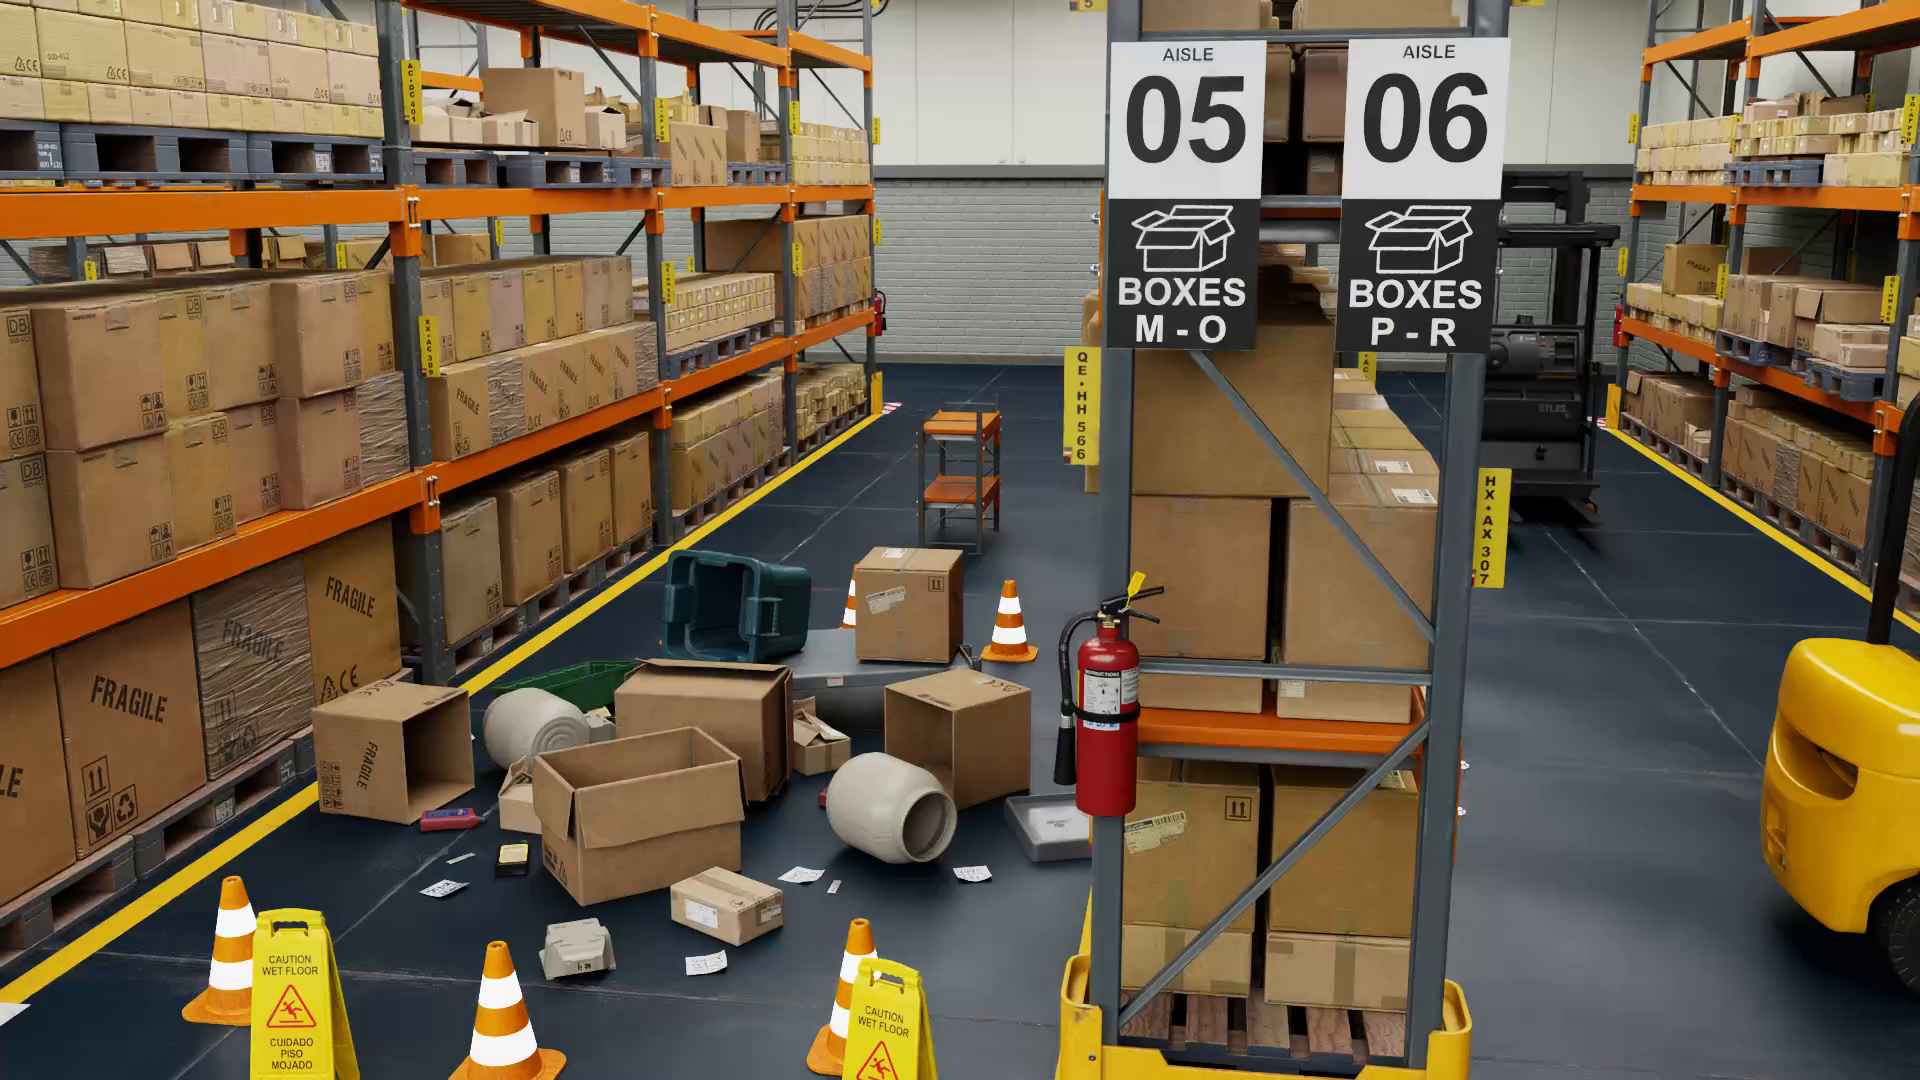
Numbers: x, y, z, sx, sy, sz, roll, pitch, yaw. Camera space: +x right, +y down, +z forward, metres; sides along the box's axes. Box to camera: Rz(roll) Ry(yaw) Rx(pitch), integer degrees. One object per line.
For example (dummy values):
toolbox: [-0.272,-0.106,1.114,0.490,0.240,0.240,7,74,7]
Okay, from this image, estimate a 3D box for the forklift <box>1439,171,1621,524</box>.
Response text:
forklift: [4.922,-1.670,14.286,1.130,2.935,3.031,2,12,8]

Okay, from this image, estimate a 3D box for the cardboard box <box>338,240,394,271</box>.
cardboard box: [-6.655,-3.077,18.522,0.500,0.500,0.500,2,12,9]

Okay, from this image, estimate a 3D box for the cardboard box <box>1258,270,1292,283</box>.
cardboard box: [1.115,-0.951,7.471,0.700,0.500,0.500,2,12,9]

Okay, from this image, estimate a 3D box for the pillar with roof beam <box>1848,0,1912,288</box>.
pillar with roof beam: [4.377,-5.152,16.038,9.100,9.000,0.400,2,12,9]

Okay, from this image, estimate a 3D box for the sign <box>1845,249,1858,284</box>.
sign: [8.182,-2.513,15.284,0.100,0.325,0.005,2,12,9]

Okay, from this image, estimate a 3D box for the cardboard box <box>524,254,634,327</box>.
cardboard box: [-2.873,-1.875,12.463,0.700,0.500,0.500,2,12,8]

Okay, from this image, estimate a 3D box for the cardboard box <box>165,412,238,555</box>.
cardboard box: [-3.699,-0.257,7.208,0.875,0.550,0.500,2,12,9]

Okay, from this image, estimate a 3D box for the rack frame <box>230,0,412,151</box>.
rack frame: [-3.410,-3.531,8.515,1.000,3.000,0.127,2,12,9]

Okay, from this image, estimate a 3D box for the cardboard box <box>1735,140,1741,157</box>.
cardboard box: [7.194,-3.512,14.913,0.380,0.149,0.250,2,12,10]

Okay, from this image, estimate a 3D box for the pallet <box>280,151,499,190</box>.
pallet: [-3.317,-2.163,9.745,0.805,0.209,1.217,1,12,6]

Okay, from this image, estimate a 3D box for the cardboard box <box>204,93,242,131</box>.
cardboard box: [-3.344,-1.844,7.173,0.380,0.149,0.250,2,12,8]

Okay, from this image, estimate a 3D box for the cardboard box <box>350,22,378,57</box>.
cardboard box: [-3.151,-2.499,8.318,0.380,0.149,0.250,2,12,8]

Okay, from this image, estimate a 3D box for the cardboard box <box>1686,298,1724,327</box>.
cardboard box: [7.532,-2.255,16.485,0.500,0.250,0.500,2,12,9]

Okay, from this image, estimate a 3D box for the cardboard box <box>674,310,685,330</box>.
cardboard box: [-2.482,-1.809,13.661,0.380,0.149,0.250,2,12,11]

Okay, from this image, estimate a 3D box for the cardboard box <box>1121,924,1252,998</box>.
cardboard box: [0.744,1.331,5.727,0.500,0.250,0.500,2,12,8]

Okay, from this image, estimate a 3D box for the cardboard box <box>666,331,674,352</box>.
cardboard box: [-2.526,-1.600,13.395,0.380,0.149,0.250,2,12,8]

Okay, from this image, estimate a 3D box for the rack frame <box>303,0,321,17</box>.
rack frame: [-7.065,-5.378,17.086,1.000,3.000,0.127,2,12,9]

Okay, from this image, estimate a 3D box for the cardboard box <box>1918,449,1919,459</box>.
cardboard box: [7.432,-0.639,12.734,0.380,0.149,0.250,2,12,9]

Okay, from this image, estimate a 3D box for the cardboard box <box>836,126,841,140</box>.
cardboard box: [-1.553,-4.584,18.746,0.380,0.149,0.250,2,12,10]

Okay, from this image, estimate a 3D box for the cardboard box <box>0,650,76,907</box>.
cardboard box: [-3.986,0.925,6.128,0.875,0.875,0.875,2,12,9]

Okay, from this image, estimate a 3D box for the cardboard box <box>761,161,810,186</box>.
cardboard box: [-1.847,-3.744,16.982,0.500,0.250,0.500,3,12,12]

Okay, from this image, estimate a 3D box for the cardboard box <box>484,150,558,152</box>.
cardboard box: [-3.123,-2.964,11.984,0.500,0.311,0.500,2,12,9]

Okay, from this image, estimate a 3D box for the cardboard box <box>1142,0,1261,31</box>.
cardboard box: [0.642,-1.439,4.635,0.380,0.149,0.250,2,12,9]

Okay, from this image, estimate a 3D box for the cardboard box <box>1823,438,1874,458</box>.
cardboard box: [7.024,-0.707,13.052,0.380,0.149,0.250,2,12,10]

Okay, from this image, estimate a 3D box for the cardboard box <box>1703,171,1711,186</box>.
cardboard box: [7.529,-3.549,16.318,0.380,0.149,0.250,2,12,8]

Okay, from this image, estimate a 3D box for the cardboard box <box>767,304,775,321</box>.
cardboard box: [-2.045,-2.257,16.444,0.380,0.149,0.250,2,12,7]

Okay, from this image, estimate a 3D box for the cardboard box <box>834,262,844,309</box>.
cardboard box: [-1.619,-2.872,18.756,0.500,0.500,0.500,3,12,11]

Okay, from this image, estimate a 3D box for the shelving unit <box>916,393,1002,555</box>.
shelving unit: [0.001,-0.551,13.381,0.538,1.125,1.048,2,12,9]

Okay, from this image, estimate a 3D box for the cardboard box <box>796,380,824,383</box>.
cardboard box: [-1.733,-1.705,18.643,0.380,0.149,0.250,1,12,6]

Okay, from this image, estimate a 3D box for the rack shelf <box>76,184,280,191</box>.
rack shelf: [-7.372,-3.143,15.546,1.077,0.370,4.000,2,12,9]

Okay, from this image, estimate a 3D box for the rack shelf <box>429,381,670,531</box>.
rack shelf: [-3.102,-0.663,11.155,1.077,0.370,4.000,2,12,9]

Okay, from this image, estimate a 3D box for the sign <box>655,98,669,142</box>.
sign: [-2.247,-3.169,12.541,0.100,0.325,0.005,2,12,9]

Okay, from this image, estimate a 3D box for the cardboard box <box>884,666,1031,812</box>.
cardboard box: [-0.012,0.941,7.934,0.500,0.500,0.500,-10,16,-40]

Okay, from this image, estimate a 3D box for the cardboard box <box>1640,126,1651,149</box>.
cardboard box: [7.931,-4.495,18.574,0.500,0.250,0.500,2,12,8]

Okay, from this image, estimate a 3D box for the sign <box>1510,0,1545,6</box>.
sign: [1.418,-1.502,4.148,0.100,0.325,0.005,2,12,9]

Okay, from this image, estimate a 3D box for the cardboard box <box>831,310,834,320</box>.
cardboard box: [-1.645,-2.575,18.918,0.380,0.149,0.250,2,12,10]

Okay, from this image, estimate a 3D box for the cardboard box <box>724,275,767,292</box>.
cardboard box: [-2.089,-2.491,16.118,0.380,0.149,0.250,2,12,7]

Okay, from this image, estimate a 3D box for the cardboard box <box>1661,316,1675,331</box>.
cardboard box: [7.659,-2.292,17.605,0.380,0.149,0.250,2,12,10]

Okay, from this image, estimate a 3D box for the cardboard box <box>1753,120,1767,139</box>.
cardboard box: [7.102,-3.550,14.380,0.380,0.149,0.250,2,12,8]

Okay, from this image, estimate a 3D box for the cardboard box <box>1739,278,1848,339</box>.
cardboard box: [7.258,-2.017,14.497,0.700,0.500,0.500,2,12,9]

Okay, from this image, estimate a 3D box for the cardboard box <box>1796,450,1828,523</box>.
cardboard box: [7.035,-0.422,13.270,0.500,0.500,0.500,2,12,11]

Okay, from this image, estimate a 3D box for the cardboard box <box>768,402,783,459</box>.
cardboard box: [-2.044,-1.084,16.341,0.500,0.500,0.500,2,12,8]

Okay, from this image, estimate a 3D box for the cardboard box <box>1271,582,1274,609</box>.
cardboard box: [1.357,0.164,6.208,0.380,0.149,0.250,2,12,11]

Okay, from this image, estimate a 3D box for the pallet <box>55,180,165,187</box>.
pallet: [-7.633,-3.122,14.188,1.213,0.211,1.003,2,12,11]

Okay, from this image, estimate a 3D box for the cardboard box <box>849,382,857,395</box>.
cardboard box: [-1.441,-1.826,19.908,0.380,0.149,0.250,1,12,6]

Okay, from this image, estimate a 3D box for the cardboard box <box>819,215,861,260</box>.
cardboard box: [-1.467,-3.570,19.623,0.500,0.500,0.500,1,12,7]

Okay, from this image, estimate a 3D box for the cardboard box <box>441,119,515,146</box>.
cardboard box: [-2.937,-2.479,10.118,0.380,0.149,0.250,2,12,9]

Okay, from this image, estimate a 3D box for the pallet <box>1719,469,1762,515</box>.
pallet: [7.545,-0.430,14.988,1.003,0.211,1.213,2,12,9]

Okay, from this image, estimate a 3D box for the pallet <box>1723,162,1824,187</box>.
pallet: [7.463,-3.205,14.570,1.213,0.211,1.003,2,12,9]

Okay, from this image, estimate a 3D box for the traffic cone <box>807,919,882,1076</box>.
traffic cone: [-0.327,1.483,5.514,0.336,0.463,0.334,2,12,9]

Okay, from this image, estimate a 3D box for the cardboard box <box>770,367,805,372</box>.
cardboard box: [-2.069,-1.991,19.969,0.380,0.149,0.250,2,12,8]

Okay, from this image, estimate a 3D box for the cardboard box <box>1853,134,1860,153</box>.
cardboard box: [7.042,-3.011,12.636,0.380,0.149,0.250,2,12,9]

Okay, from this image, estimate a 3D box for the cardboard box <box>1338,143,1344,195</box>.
cardboard box: [1.254,-1.028,4.619,0.380,0.149,0.250,2,12,9]

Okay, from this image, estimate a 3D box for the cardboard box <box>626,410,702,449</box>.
cardboard box: [-2.449,-0.916,13.781,0.500,0.250,0.500,1,12,6]
